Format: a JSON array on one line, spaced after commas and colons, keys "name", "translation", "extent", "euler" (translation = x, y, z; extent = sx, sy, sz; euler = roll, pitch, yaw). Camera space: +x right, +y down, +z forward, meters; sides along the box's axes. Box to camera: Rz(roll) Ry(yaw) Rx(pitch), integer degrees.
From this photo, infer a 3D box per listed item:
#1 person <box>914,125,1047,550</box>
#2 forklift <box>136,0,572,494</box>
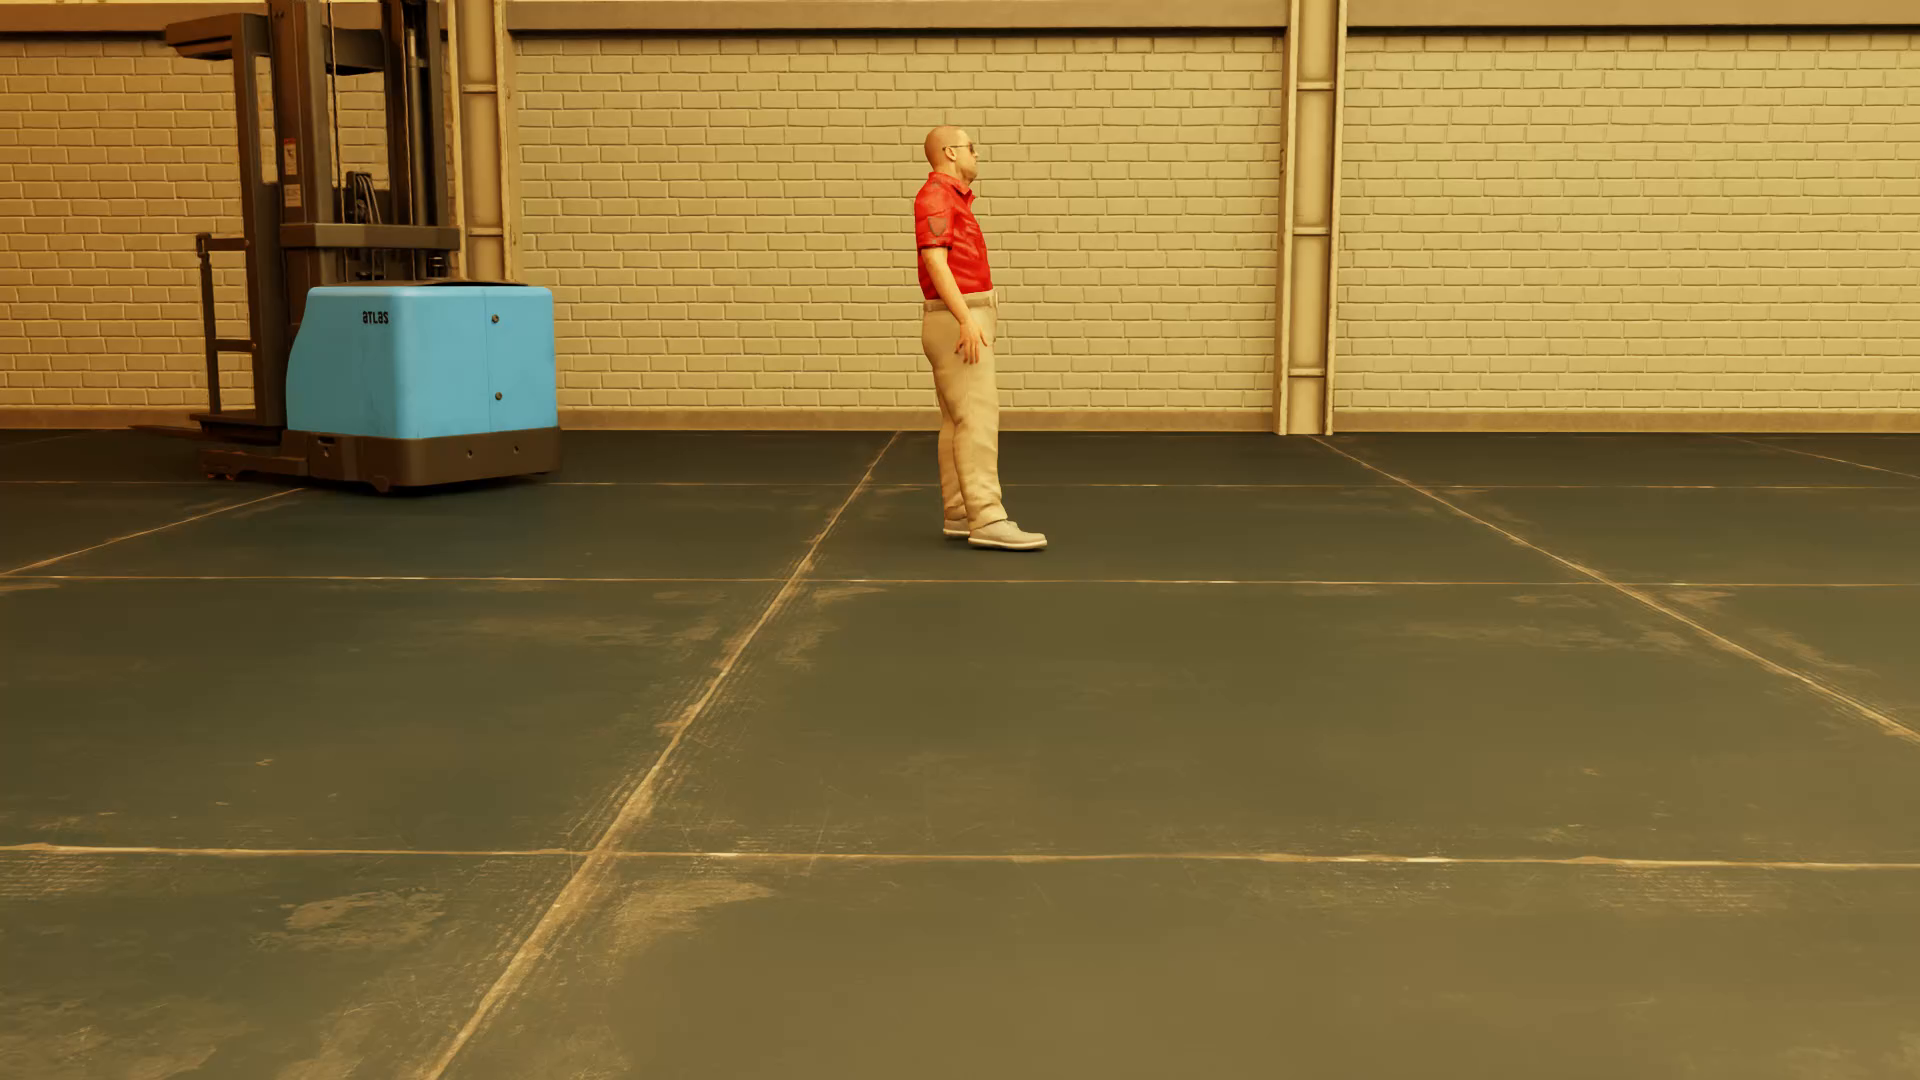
[{"name": "person", "translation": [0.089, -0.859, 6.981], "extent": [0.551, 1.728, 0.640], "euler": [0, 9, 1]}, {"name": "forklift", "translation": [-3.637, -1.833, 9.423], "extent": [3.031, 2.935, 1.130], "euler": [6, 11, 35]}]
